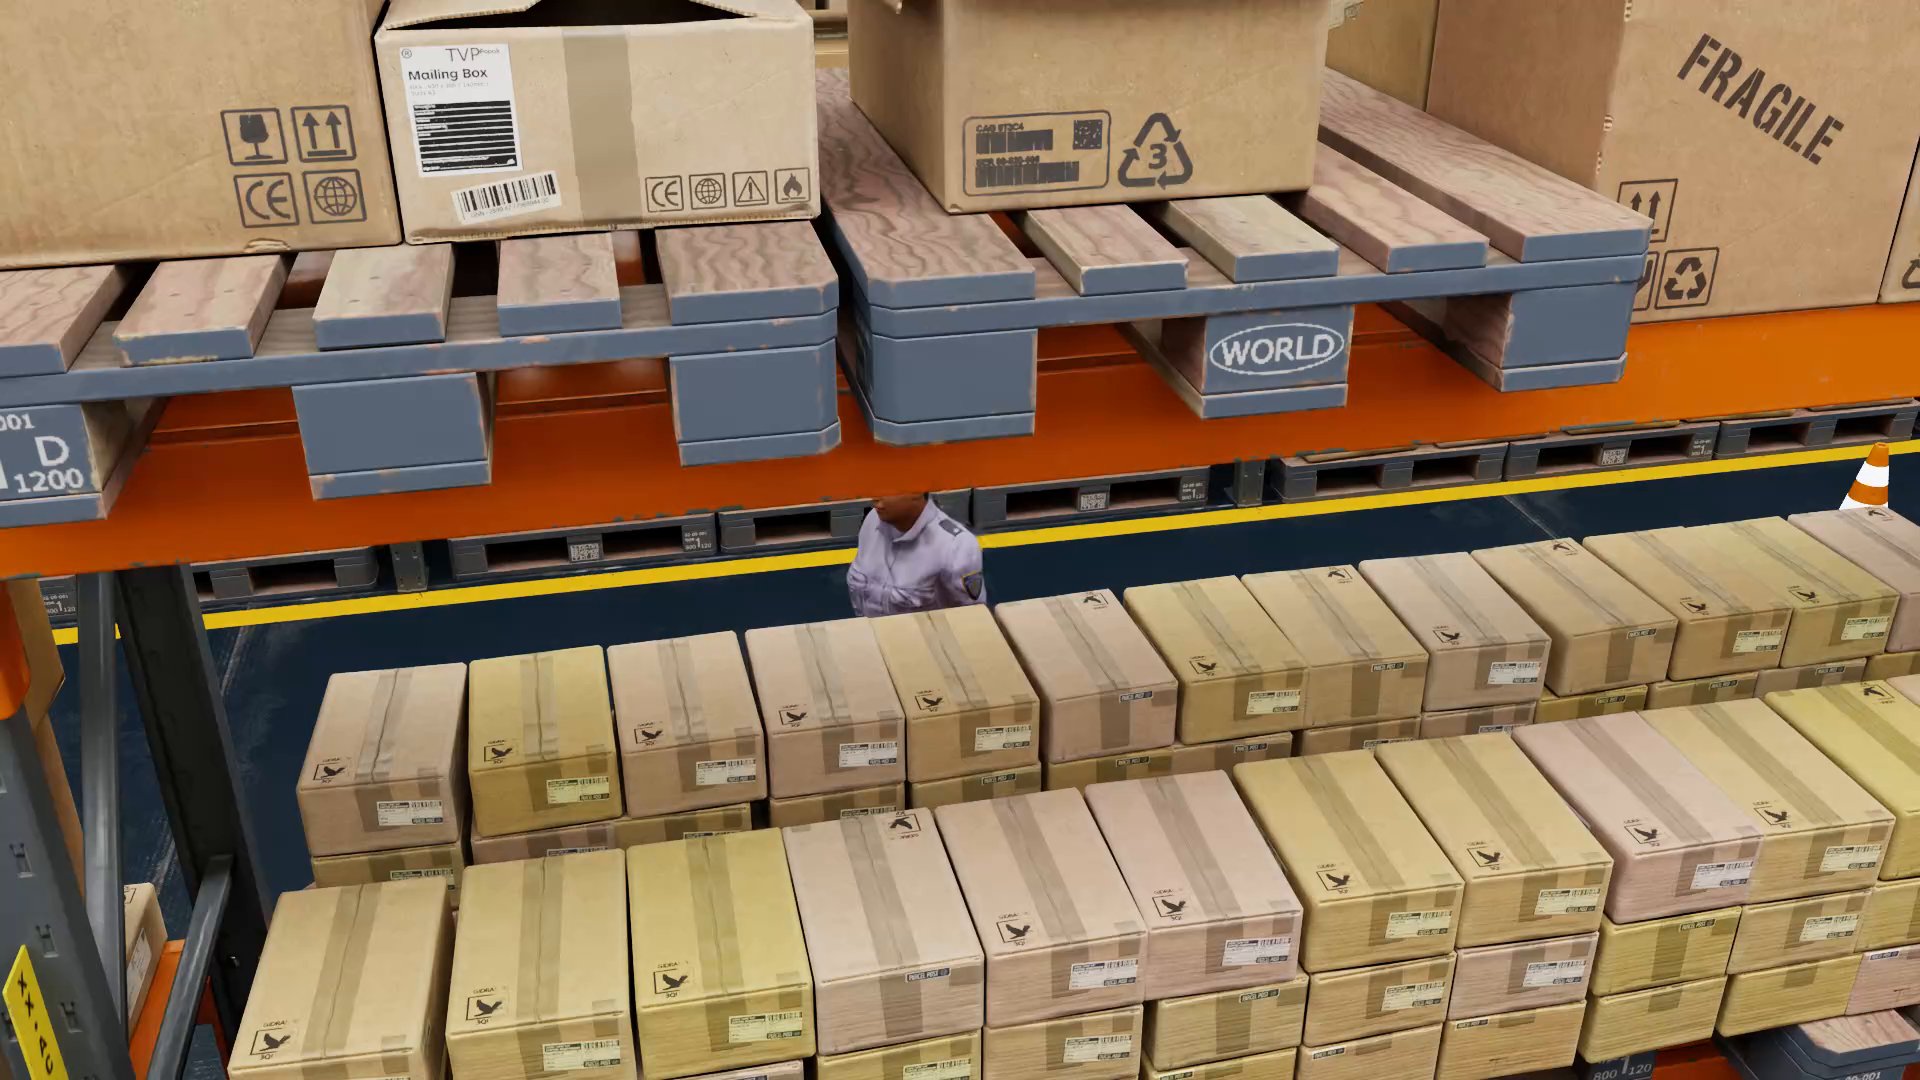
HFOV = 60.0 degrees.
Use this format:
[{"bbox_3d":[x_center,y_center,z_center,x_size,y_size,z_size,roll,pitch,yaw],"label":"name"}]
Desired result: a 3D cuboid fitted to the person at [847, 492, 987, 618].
[{"bbox_3d":[-0.101,0.424,5.307,0.561,1.637,0.613,19,33,33],"label":"person"}]
